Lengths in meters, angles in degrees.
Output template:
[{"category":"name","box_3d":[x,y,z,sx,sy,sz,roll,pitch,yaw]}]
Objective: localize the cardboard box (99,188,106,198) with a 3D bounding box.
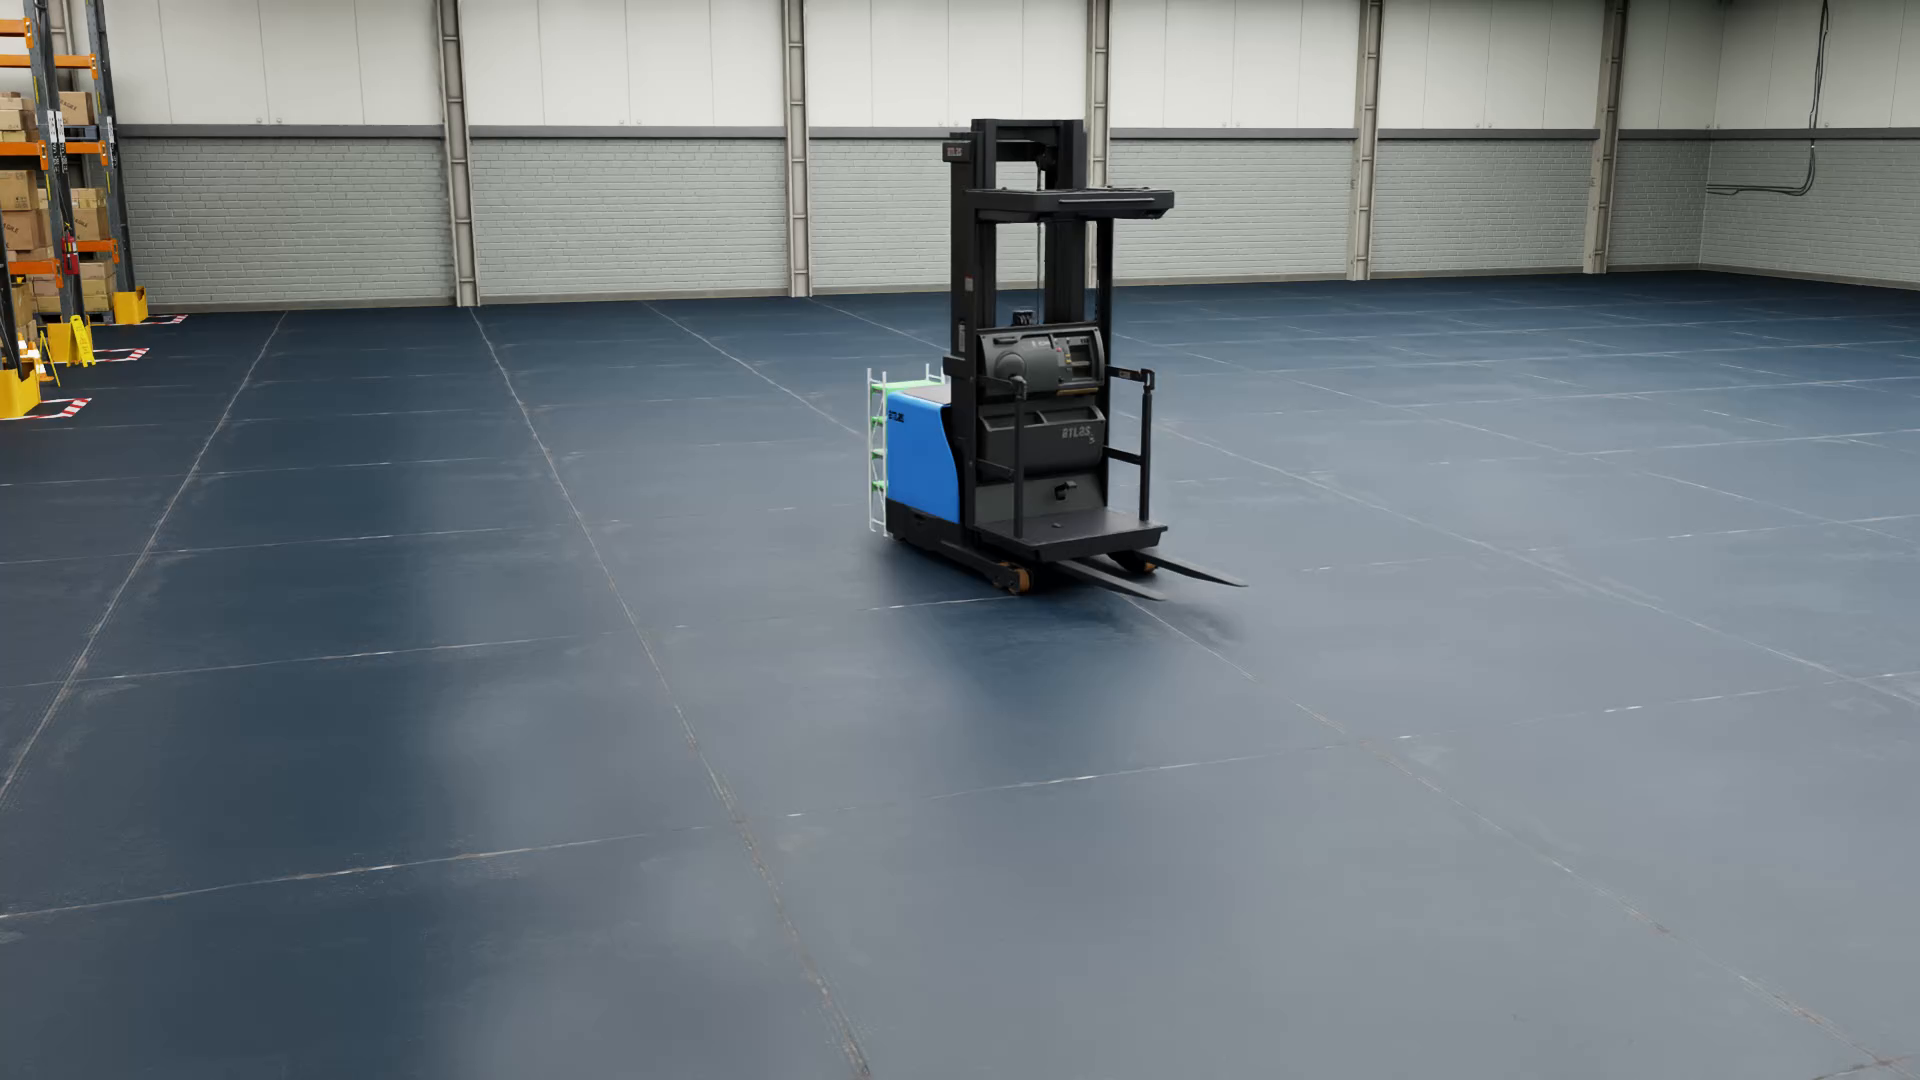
[{"category":"cardboard box","box_3d":[-13.819,-5.547,26.558,0.250,0.149,0.380,-5,14,-19]}]

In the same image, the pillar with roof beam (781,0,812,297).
[{"category":"pillar with roof beam","box_3d":[-1.633,-8.022,26.261,0.400,9.000,9.100,-4,14,-18]}]

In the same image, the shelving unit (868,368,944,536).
[{"category":"shelving unit","box_3d":[-0.394,-0.663,12.175,0.492,1.200,0.258,-8,16,-31]}]

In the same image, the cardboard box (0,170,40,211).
[{"category":"cardboard box","box_3d":[-12.260,-4.522,21.489,0.500,0.500,0.700,-5,14,-19]}]

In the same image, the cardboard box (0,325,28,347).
[{"category":"cardboard box","box_3d":[-12.549,-2.674,21.774,0.500,0.250,0.500,-5,14,-18]}]

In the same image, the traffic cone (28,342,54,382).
[{"category":"traffic cone","box_3d":[-11.166,-2.160,20.064,0.334,0.463,0.336,-4,14,-18]}]

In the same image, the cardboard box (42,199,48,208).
[{"category":"cardboard box","box_3d":[-14.170,-5.262,26.003,0.250,0.149,0.380,-4,14,-17]}]

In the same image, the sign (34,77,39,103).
[{"category":"sign","box_3d":[-11.688,-5.694,21.043,0.005,0.325,0.100,-4,14,-18]}]

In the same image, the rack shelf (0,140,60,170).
[{"category":"rack shelf","box_3d":[-13.741,-4.889,21.126,4.000,0.370,1.077,-4,14,-18]}]

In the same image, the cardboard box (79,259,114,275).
[{"category":"cardboard box","box_3d":[-13.948,-4.375,26.766,0.500,0.250,0.500,-5,14,-19]}]

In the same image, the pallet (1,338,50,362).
[{"category":"pallet","box_3d":[-12.699,-2.513,22.090,1.213,0.211,1.003,-4,14,-18]}]

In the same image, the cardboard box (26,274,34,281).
[{"category":"cardboard box","box_3d":[-14.727,-4.188,25.980,0.500,0.250,0.500,-4,14,-17]}]

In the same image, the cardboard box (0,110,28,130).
[{"category":"cardboard box","box_3d":[-12.245,-5.362,21.239,0.500,0.250,0.500,-5,14,-19]}]

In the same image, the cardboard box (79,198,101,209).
[{"category":"cardboard box","box_3d":[-13.672,-5.293,26.134,0.250,0.149,0.380,-4,14,-17]}]

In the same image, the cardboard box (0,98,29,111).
[{"category":"cardboard box","box_3d":[-12.072,-5.563,21.223,0.250,0.149,0.380,-4,14,-18]}]

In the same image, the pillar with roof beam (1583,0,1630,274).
[{"category":"pillar with roof beam","box_3d":[15.427,-9.351,31.846,0.400,9.000,9.100,-4,14,-18]}]

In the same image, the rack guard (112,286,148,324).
[{"category":"rack guard","box_3d":[-13.410,-3.802,26.883,0.348,0.500,1.175,-4,14,-18]}]

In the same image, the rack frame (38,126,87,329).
[{"category":"rack frame","box_3d":[-11.846,-3.928,22.011,0.127,3.000,1.000,-4,14,-18]}]

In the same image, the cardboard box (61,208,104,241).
[{"category":"cardboard box","box_3d":[-13.815,-4.971,26.180,0.500,0.500,0.500,-5,14,-19]}]

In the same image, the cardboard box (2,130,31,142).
[{"category":"cardboard box","box_3d":[-12.095,-5.177,21.324,0.250,0.149,0.380,-4,14,-18]}]

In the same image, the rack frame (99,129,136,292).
[{"category":"rack frame","box_3d":[-13.432,-5.016,26.586,0.127,3.000,1.000,-4,14,-18]}]

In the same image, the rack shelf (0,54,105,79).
[{"category":"rack shelf","box_3d":[-15.328,-7.242,25.401,4.000,0.370,1.077,-4,14,-18]}]

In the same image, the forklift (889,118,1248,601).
[{"category":"forklift","box_3d":[0.651,-1.202,10.702,1.121,2.935,3.031,-8,16,-30]}]

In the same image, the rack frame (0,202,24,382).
[{"category":"rack frame","box_3d":[-10.171,-2.849,17.478,0.127,3.000,1.000,-4,14,-18]}]

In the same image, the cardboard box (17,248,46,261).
[{"category":"cardboard box","box_3d":[-12.132,-3.731,21.727,0.250,0.149,0.380,-4,14,-16]}]

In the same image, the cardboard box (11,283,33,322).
[{"category":"cardboard box","box_3d":[-12.721,-3.158,22.190,0.500,0.500,0.500,-5,14,-20]}]

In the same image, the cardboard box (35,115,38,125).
[{"category":"cardboard box","box_3d":[-14.121,-6.478,25.671,0.250,0.149,0.380,-5,14,-20]}]

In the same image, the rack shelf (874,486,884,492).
[{"category":"rack shelf","box_3d":[-0.389,-0.396,12.241,0.442,0.029,0.199,-8,16,-31]}]

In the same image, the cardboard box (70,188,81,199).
[{"category":"cardboard box","box_3d":[-13.929,-5.427,26.055,0.250,0.149,0.380,-4,14,-18]}]

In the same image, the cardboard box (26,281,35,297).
[{"category":"cardboard box","box_3d":[-14.755,-3.944,26.034,0.500,0.250,0.500,-5,14,-19]}]

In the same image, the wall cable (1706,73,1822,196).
[{"category":"wall cable","box_3d":[17.267,-8.712,35.870,0.112,2.526,3.097,-4,14,-18]}]

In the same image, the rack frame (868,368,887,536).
[{"category":"rack frame","box_3d":[-0.597,-0.634,12.054,0.015,1.200,0.240,-8,16,-31]}]

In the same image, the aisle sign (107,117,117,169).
[{"category":"aisle sign","box_3d":[-13.276,-6.221,26.035,0.004,0.787,0.394,-4,14,-18]}]
